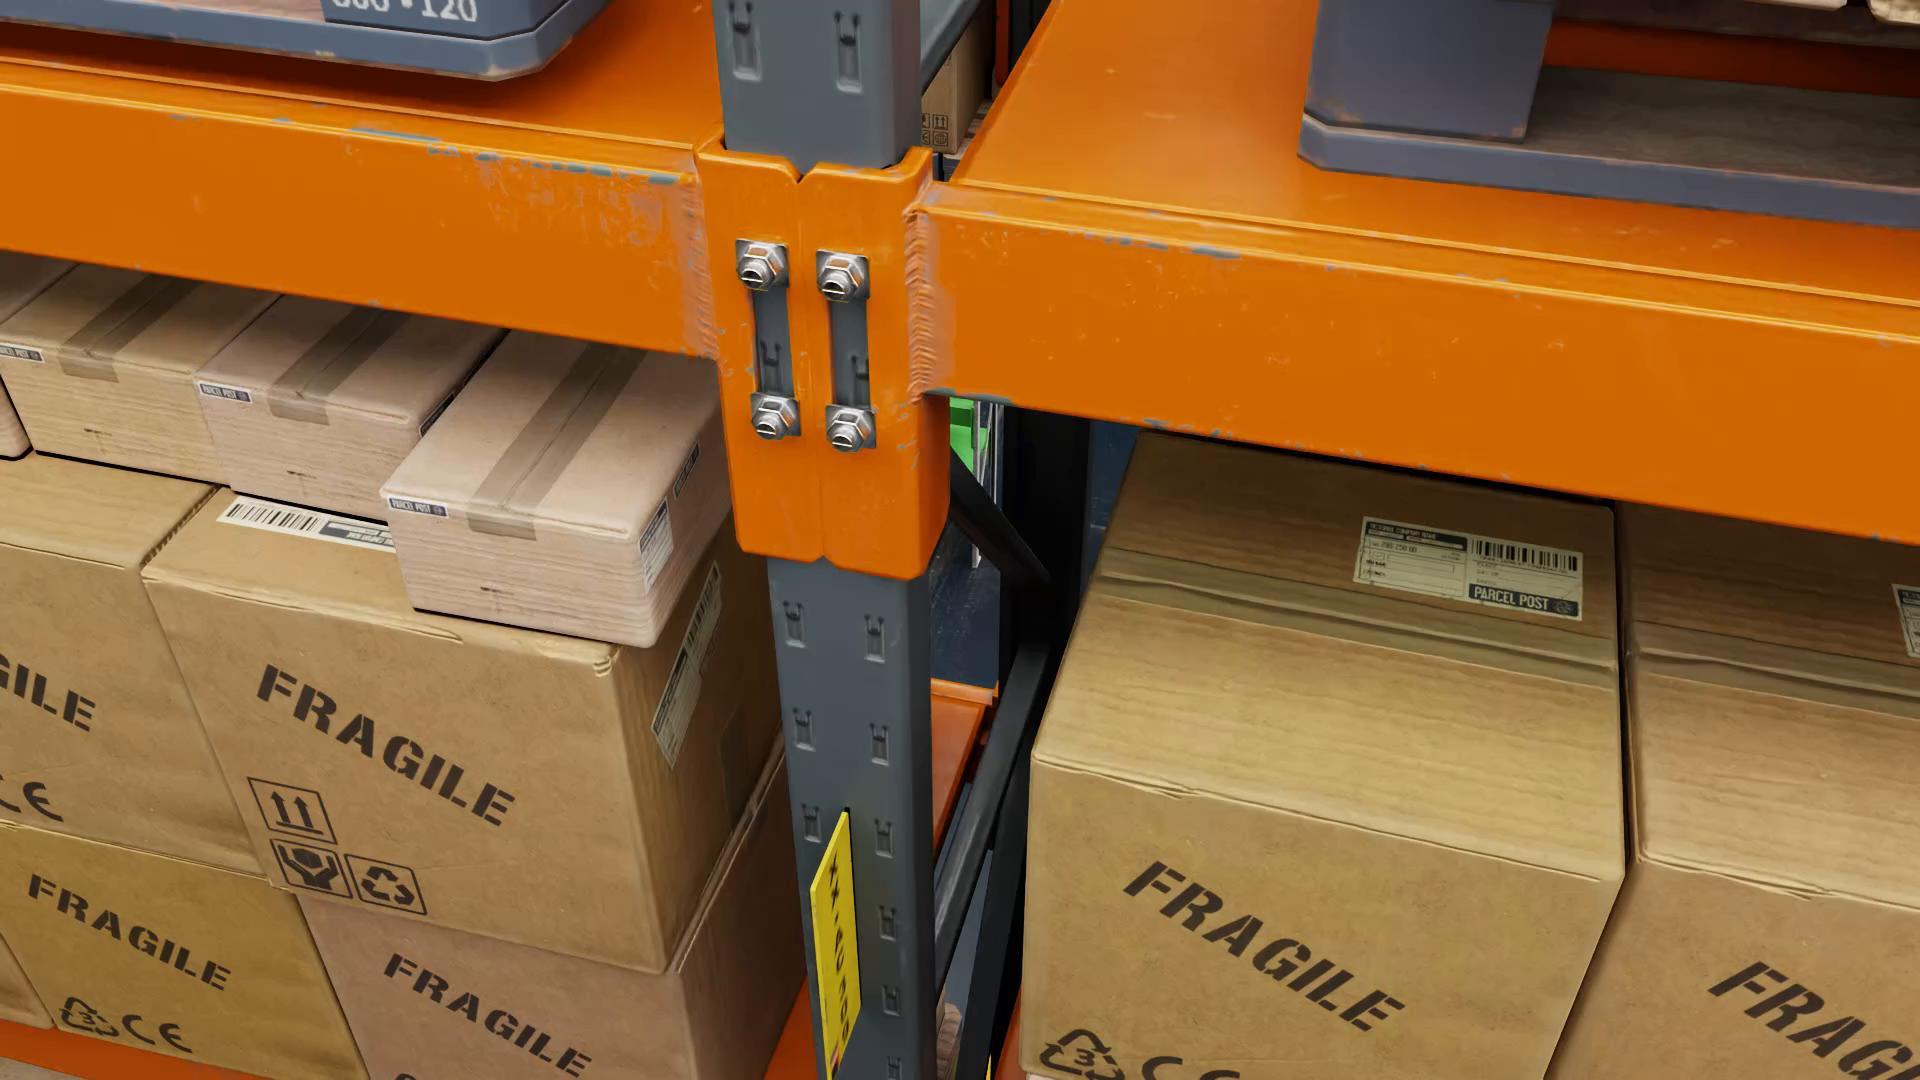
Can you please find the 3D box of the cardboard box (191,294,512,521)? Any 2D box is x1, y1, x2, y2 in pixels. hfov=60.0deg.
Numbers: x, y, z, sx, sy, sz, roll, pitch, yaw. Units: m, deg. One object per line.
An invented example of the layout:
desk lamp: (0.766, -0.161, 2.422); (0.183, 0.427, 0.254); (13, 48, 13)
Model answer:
cardboard box: (-0.589, -0.199, 1.795); (0.250, 0.149, 0.380); (11, 41, 12)

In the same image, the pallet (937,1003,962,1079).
pallet: (-0.696, 1.328, 3.505); (1.213, 0.211, 1.003); (10, 41, 11)

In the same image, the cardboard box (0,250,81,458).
cardboard box: (-1.076, -0.278, 1.889); (0.250, 0.149, 0.380); (9, 41, 11)

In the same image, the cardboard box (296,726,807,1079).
cardboard box: (-0.496, 0.478, 2.270); (0.500, 0.500, 0.500); (10, 41, 12)

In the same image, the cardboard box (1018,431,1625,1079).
cardboard box: (0.369, 0.266, 1.746); (0.500, 0.500, 0.500); (10, 41, 12)

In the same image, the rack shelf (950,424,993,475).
rack shelf: (-0.160, -0.254, 5.092); (0.480, 0.148, 0.258); (10, 41, 11)

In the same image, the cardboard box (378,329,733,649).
cardboard box: (4.248, -0.270, 3.668); (8.416, 2.449, 5.789); (9, 41, 11)

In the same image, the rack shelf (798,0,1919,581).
rack shelf: (1.950, -0.106, 1.270); (4.000, 0.370, 1.077); (10, 41, 11)

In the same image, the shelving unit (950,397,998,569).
shelving unit: (-0.160, -0.487, 4.897); (0.503, 1.200, 0.258); (10, 41, 11)

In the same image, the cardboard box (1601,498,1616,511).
cardboard box: (1.016, 0.014, 2.046); (0.500, 0.500, 0.500); (11, 41, 12)

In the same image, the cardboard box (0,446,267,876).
cardboard box: (-0.997, 0.018, 2.041); (0.500, 0.500, 0.500); (9, 41, 11)

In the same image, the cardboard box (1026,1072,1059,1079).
cardboard box: (0.370, 0.549, 1.991); (0.500, 0.250, 0.500); (9, 41, 10)

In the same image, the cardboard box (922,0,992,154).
cardboard box: (-0.182, -2.018, 6.938); (0.500, 0.500, 0.700); (8, 41, 10)

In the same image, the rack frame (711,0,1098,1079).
rack frame: (0.019, 0.433, 2.402); (0.053, 2.616, 0.949); (10, 41, 11)

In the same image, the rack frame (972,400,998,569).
rack frame: (0.076, -0.446, 4.849); (0.015, 1.200, 0.240); (10, 41, 11)

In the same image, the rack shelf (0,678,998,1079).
rack shelf: (-1.914, 0.378, 3.027); (4.000, 0.370, 1.077); (10, 41, 11)

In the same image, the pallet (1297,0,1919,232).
pallet: (0.916, -0.519, 1.351); (1.217, 0.209, 0.805); (8, 41, 10)

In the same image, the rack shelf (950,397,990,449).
rack shelf: (-0.160, -0.438, 4.938); (0.480, 0.148, 0.258); (10, 41, 11)

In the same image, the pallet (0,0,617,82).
pallet: (-0.770, -0.822, 1.633); (1.213, 0.211, 1.003); (10, 41, 11)

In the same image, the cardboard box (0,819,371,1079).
cardboard box: (-0.995, 0.396, 2.368); (0.500, 0.500, 0.500); (9, 41, 10)

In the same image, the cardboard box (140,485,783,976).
cardboard box: (-0.509, 0.107, 1.935); (0.500, 0.500, 0.500); (9, 41, 11)

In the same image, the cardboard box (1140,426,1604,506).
cardboard box: (0.514, -0.068, 2.143); (0.500, 0.500, 0.500); (11, 41, 13)

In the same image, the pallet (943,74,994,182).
pallet: (0.634, -1.696, 7.106); (1.213, 0.211, 1.003); (10, 41, 11)

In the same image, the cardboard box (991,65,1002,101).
cardboard box: (0.301, -2.047, 7.245); (0.250, 0.149, 0.380); (9, 41, 11)

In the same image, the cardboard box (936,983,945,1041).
cardboard box: (-0.561, 1.084, 3.292); (0.875, 0.438, 0.875); (9, 41, 11)

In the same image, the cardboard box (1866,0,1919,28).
cardboard box: (0.794, -0.586, 0.879); (0.500, 0.500, 0.500); (9, 41, 11)
